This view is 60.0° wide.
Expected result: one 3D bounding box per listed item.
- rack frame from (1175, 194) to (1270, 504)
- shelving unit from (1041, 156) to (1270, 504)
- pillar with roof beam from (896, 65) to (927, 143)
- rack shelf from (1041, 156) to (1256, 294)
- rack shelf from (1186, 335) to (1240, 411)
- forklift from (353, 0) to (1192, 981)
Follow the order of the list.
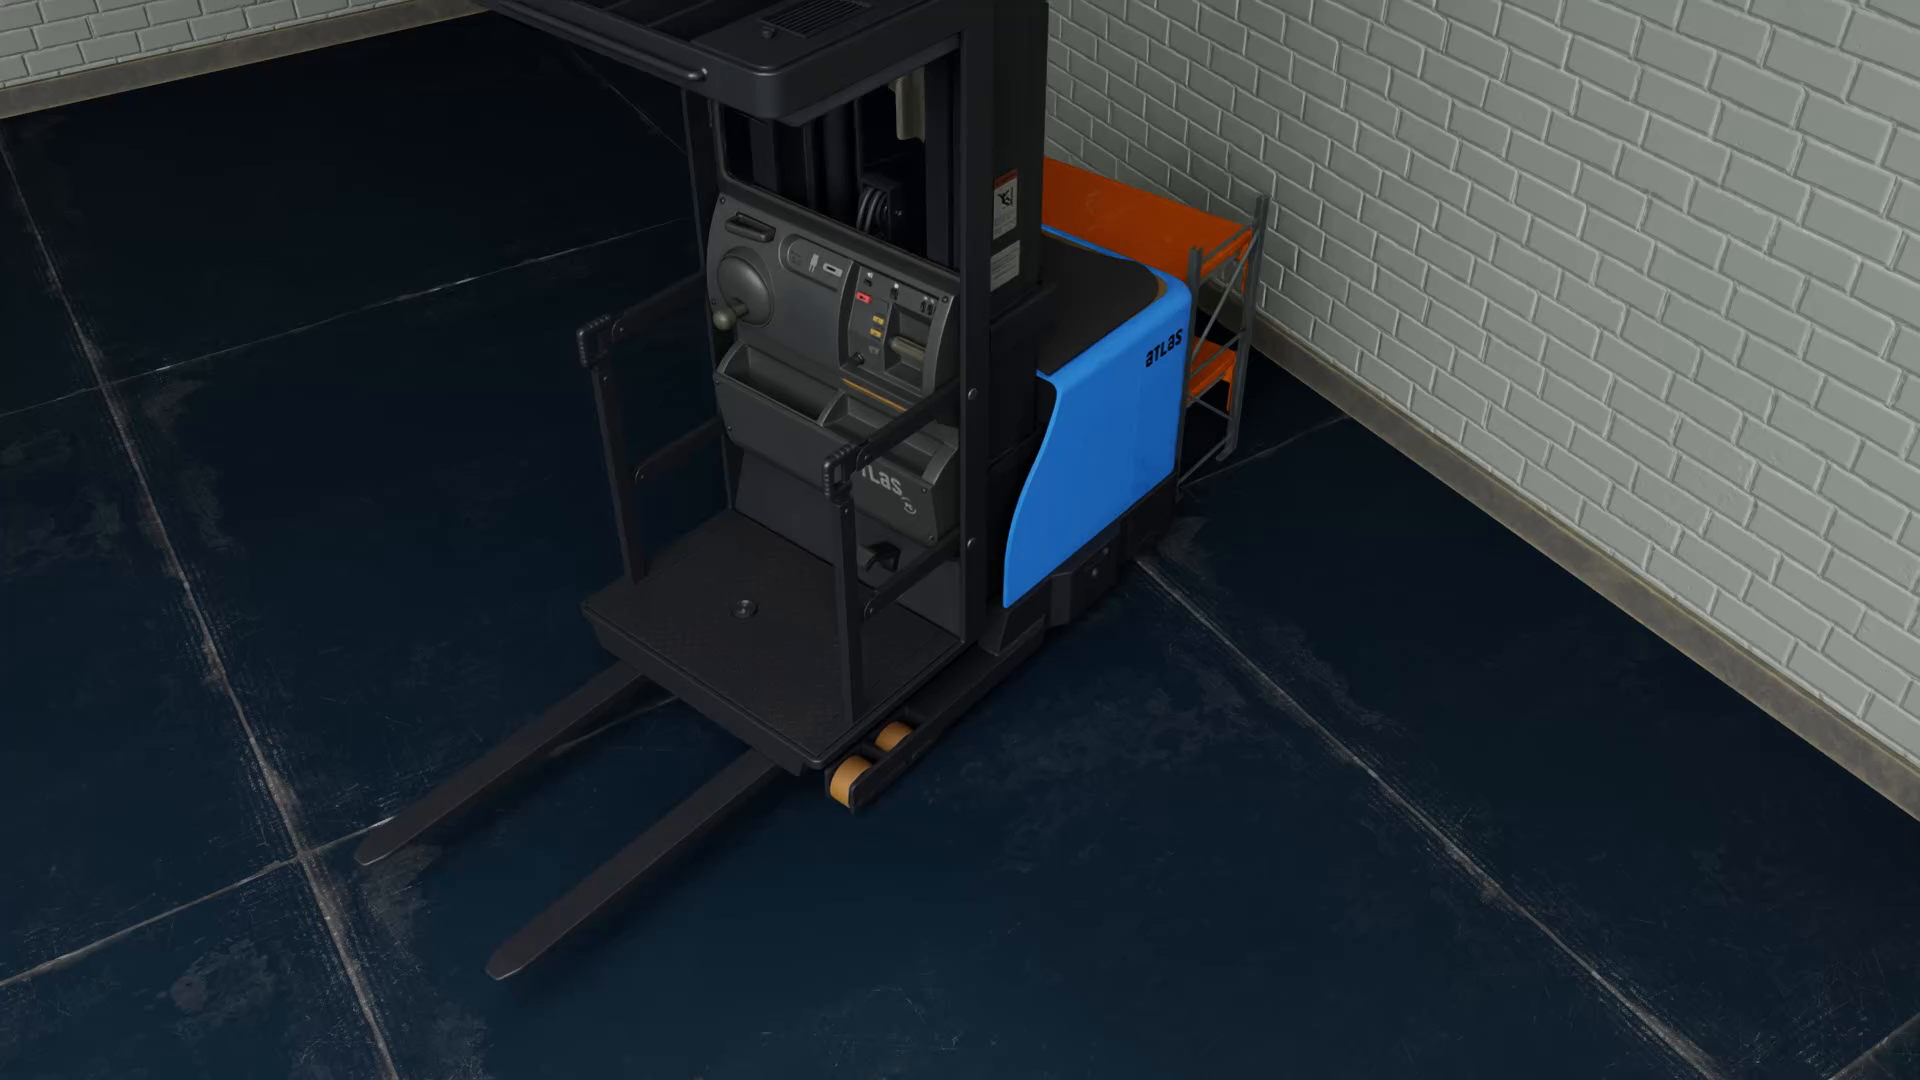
[{"bbox_3d":[0.949,-0.684,6.192,0.032,1.125,0.500,26,47,28],"label":"rack frame"},{"bbox_3d":[0.548,-0.883,6.431,1.048,1.125,0.538,26,47,28],"label":"shelving unit"},{"bbox_3d":[-3.730,-4.065,4.099,9.100,9.000,0.400,-22,45,-24],"label":"pillar with roof beam"},{"bbox_3d":[0.548,-1.108,6.244,1.000,0.278,0.538,26,47,28],"label":"rack shelf"},{"bbox_3d":[0.548,-0.695,6.588,1.000,0.278,0.538,26,47,28],"label":"rack shelf"},{"bbox_3d":[-0.529,-0.647,4.737,1.130,2.935,3.031,28,47,30],"label":"forklift"}]
